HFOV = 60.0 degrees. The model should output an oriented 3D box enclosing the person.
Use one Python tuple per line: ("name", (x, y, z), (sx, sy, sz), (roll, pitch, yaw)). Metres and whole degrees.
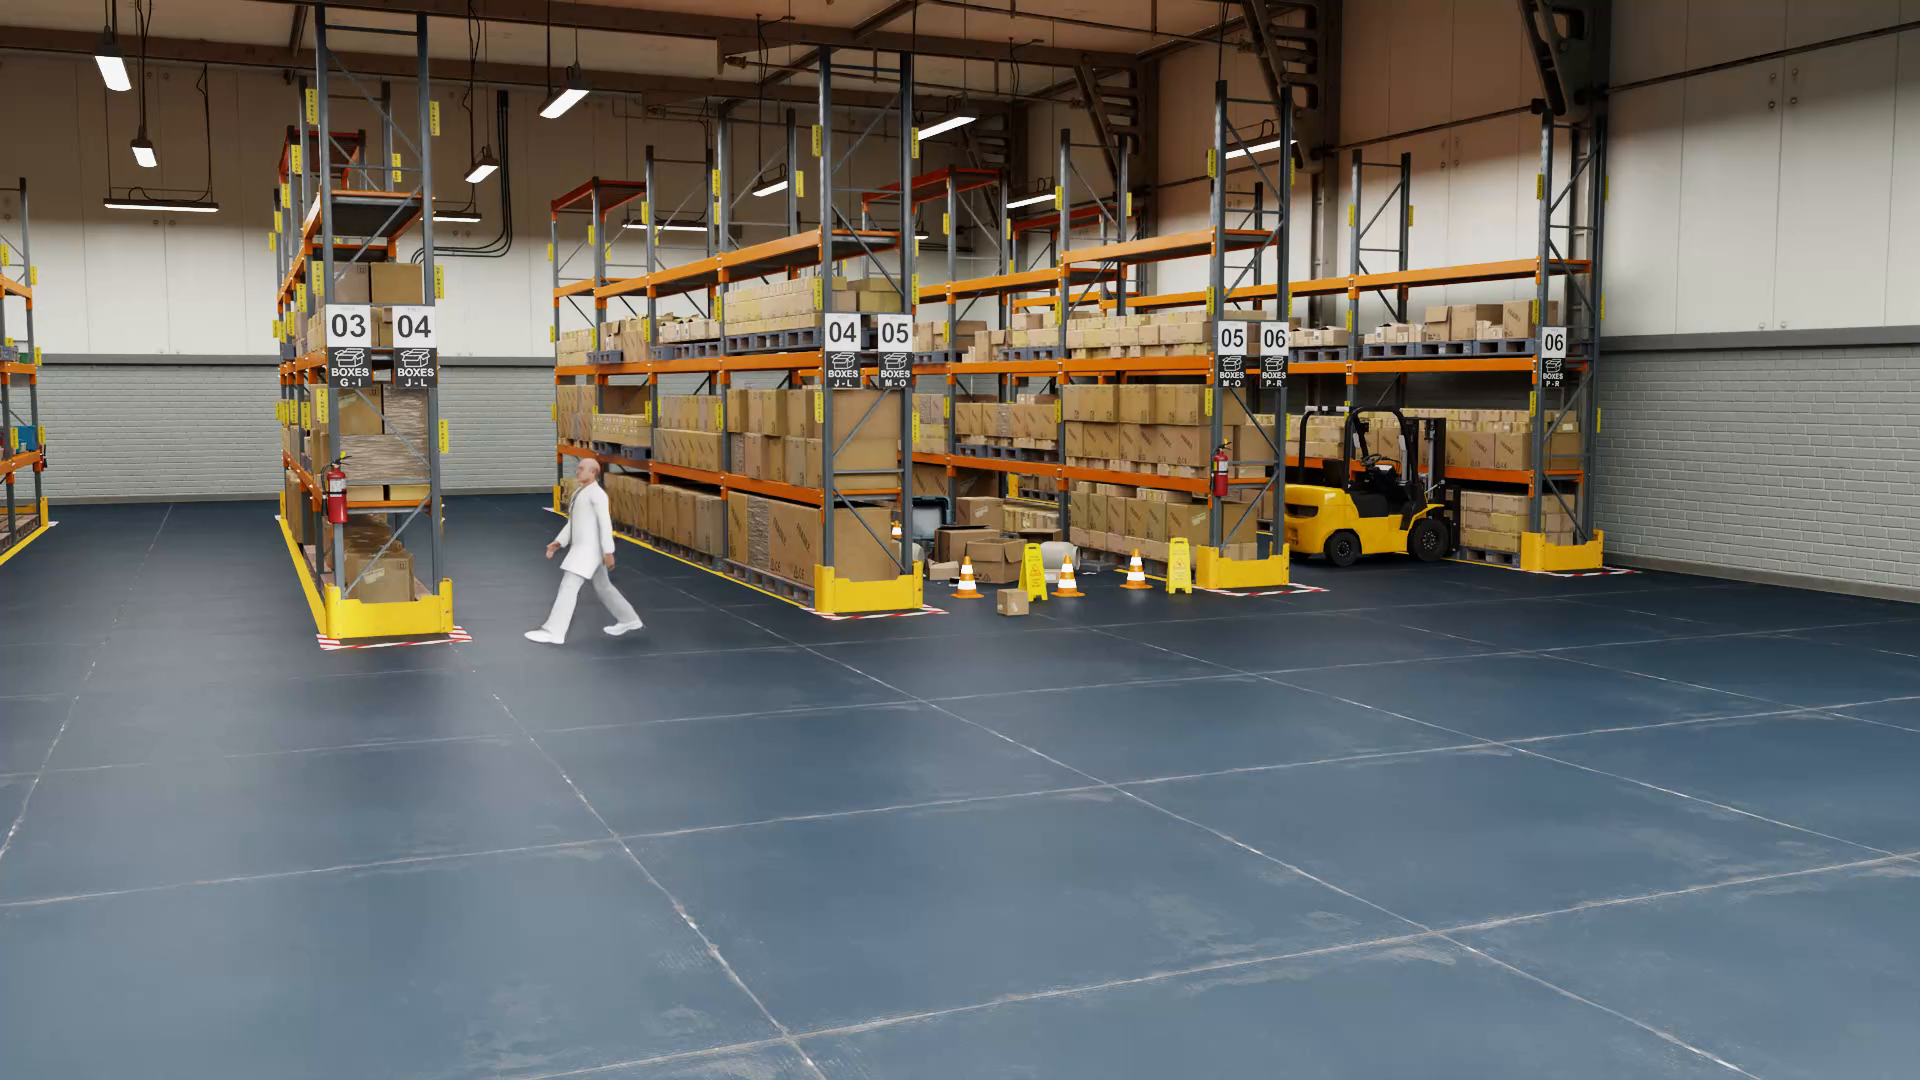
("person", (-3.556, 0.092, 15.681), (1.147, 1.725, 0.564), (-2, 6, -24))
